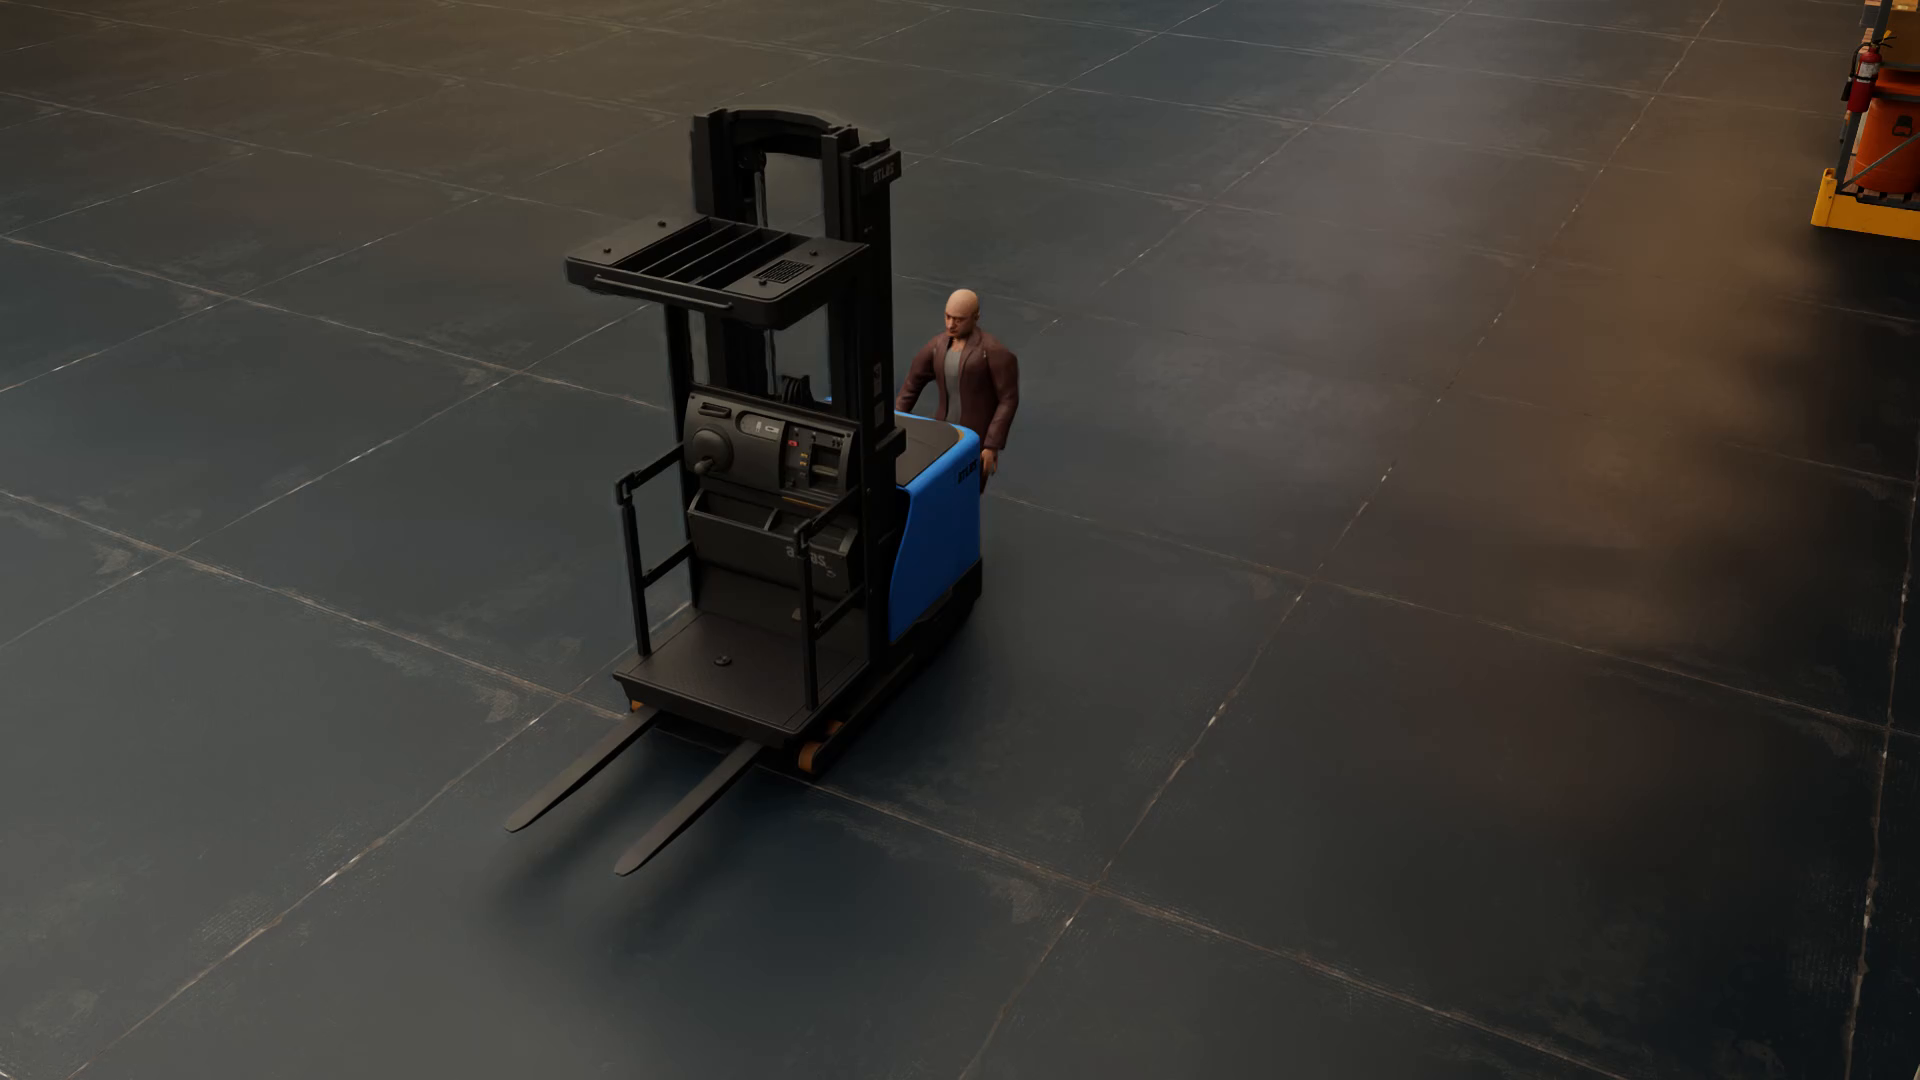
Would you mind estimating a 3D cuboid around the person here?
[{"bbox_3d":[-0.141,-0.525,9.219,0.771,1.694,0.752,24,38,35],"label":"person"}]

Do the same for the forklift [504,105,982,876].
[{"bbox_3d":[-1.015,-0.392,7.751,1.130,2.935,3.031,15,33,24],"label":"forklift"}]
